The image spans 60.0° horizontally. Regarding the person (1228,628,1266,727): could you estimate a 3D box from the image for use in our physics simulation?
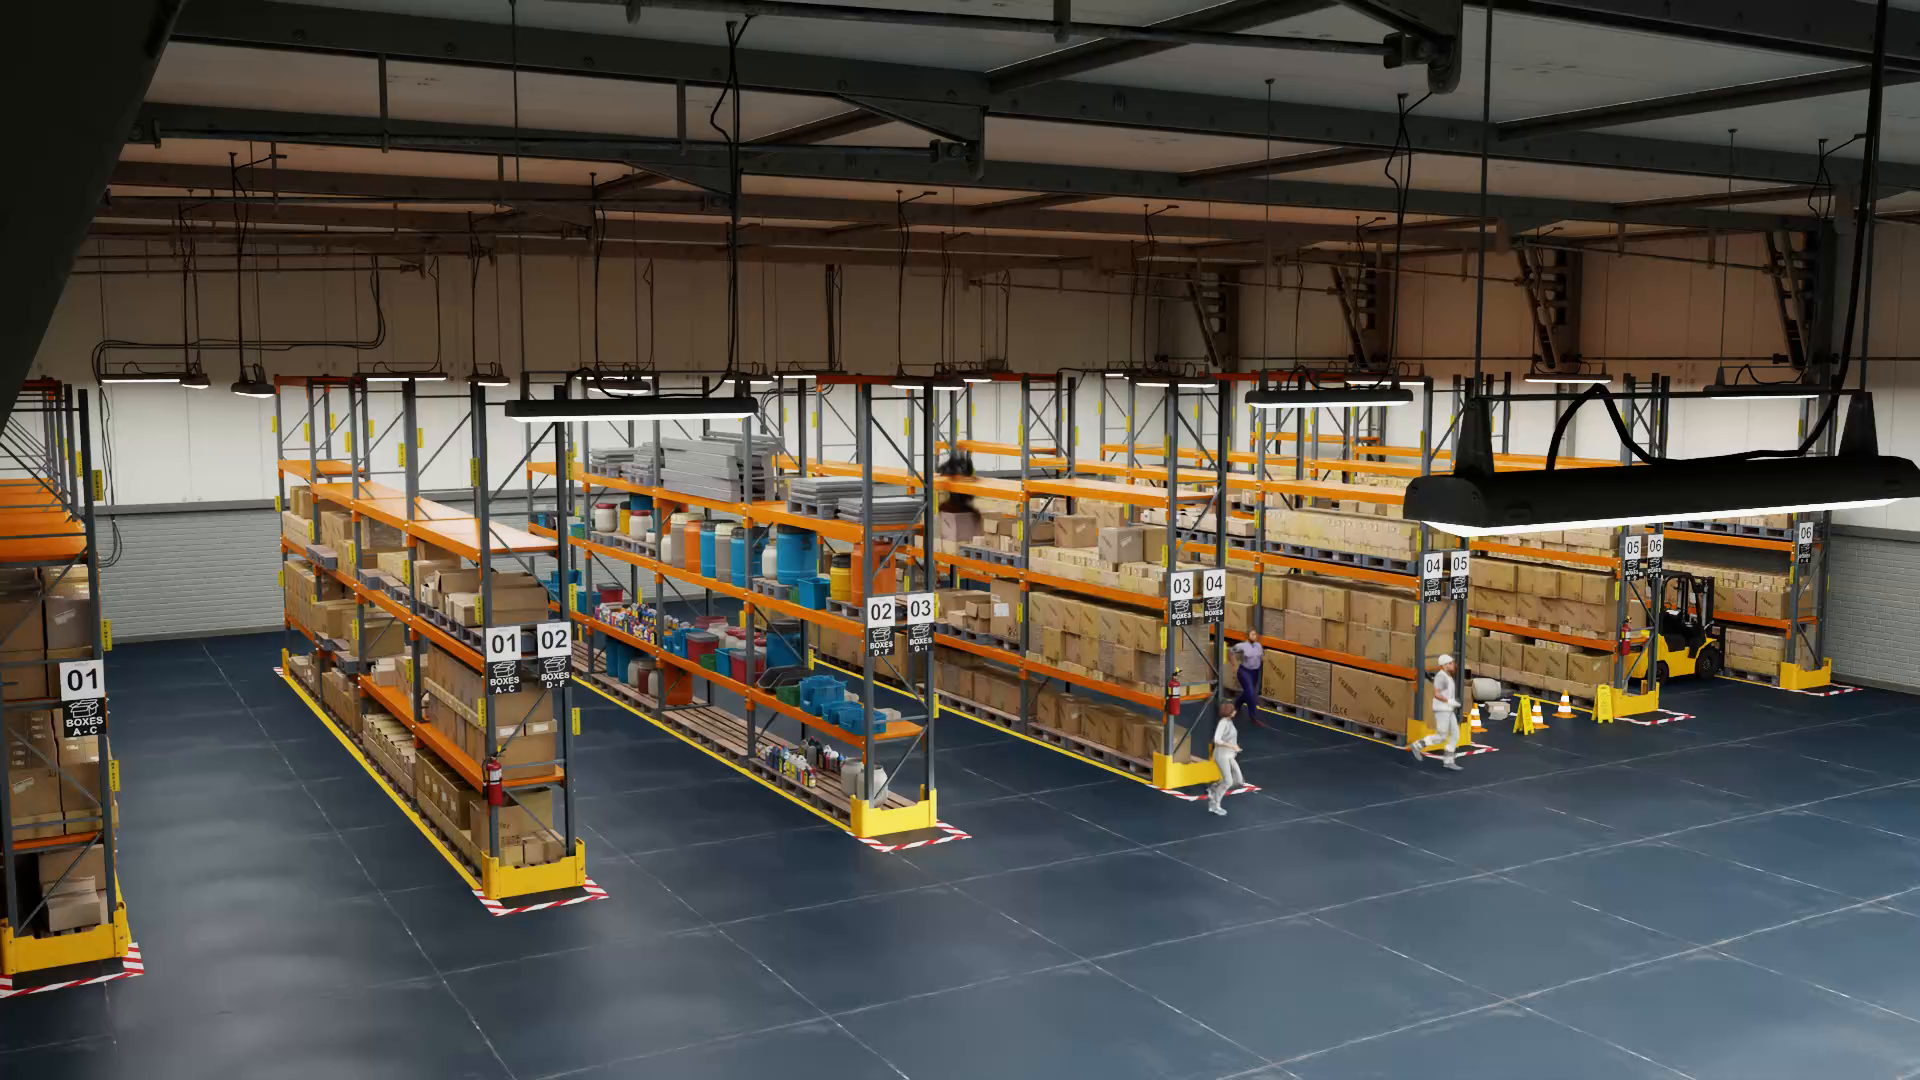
[{"bbox_3d":[5.005,2.339,28.826,0.599,1.651,0.919,-4,7,-31],"label":"person"}]

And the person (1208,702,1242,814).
[{"bbox_3d":[3.730,3.037,23.272,0.511,1.533,0.542,3,7,28],"label":"person"}]

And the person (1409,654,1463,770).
[{"bbox_3d":[7.430,2.648,25.775,0.812,1.770,0.682,3,7,28],"label":"person"}]

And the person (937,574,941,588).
[{"bbox_3d":[-0.811,1.344,38.516,0.690,1.696,0.873,-2,7,-21],"label":"person"}]
